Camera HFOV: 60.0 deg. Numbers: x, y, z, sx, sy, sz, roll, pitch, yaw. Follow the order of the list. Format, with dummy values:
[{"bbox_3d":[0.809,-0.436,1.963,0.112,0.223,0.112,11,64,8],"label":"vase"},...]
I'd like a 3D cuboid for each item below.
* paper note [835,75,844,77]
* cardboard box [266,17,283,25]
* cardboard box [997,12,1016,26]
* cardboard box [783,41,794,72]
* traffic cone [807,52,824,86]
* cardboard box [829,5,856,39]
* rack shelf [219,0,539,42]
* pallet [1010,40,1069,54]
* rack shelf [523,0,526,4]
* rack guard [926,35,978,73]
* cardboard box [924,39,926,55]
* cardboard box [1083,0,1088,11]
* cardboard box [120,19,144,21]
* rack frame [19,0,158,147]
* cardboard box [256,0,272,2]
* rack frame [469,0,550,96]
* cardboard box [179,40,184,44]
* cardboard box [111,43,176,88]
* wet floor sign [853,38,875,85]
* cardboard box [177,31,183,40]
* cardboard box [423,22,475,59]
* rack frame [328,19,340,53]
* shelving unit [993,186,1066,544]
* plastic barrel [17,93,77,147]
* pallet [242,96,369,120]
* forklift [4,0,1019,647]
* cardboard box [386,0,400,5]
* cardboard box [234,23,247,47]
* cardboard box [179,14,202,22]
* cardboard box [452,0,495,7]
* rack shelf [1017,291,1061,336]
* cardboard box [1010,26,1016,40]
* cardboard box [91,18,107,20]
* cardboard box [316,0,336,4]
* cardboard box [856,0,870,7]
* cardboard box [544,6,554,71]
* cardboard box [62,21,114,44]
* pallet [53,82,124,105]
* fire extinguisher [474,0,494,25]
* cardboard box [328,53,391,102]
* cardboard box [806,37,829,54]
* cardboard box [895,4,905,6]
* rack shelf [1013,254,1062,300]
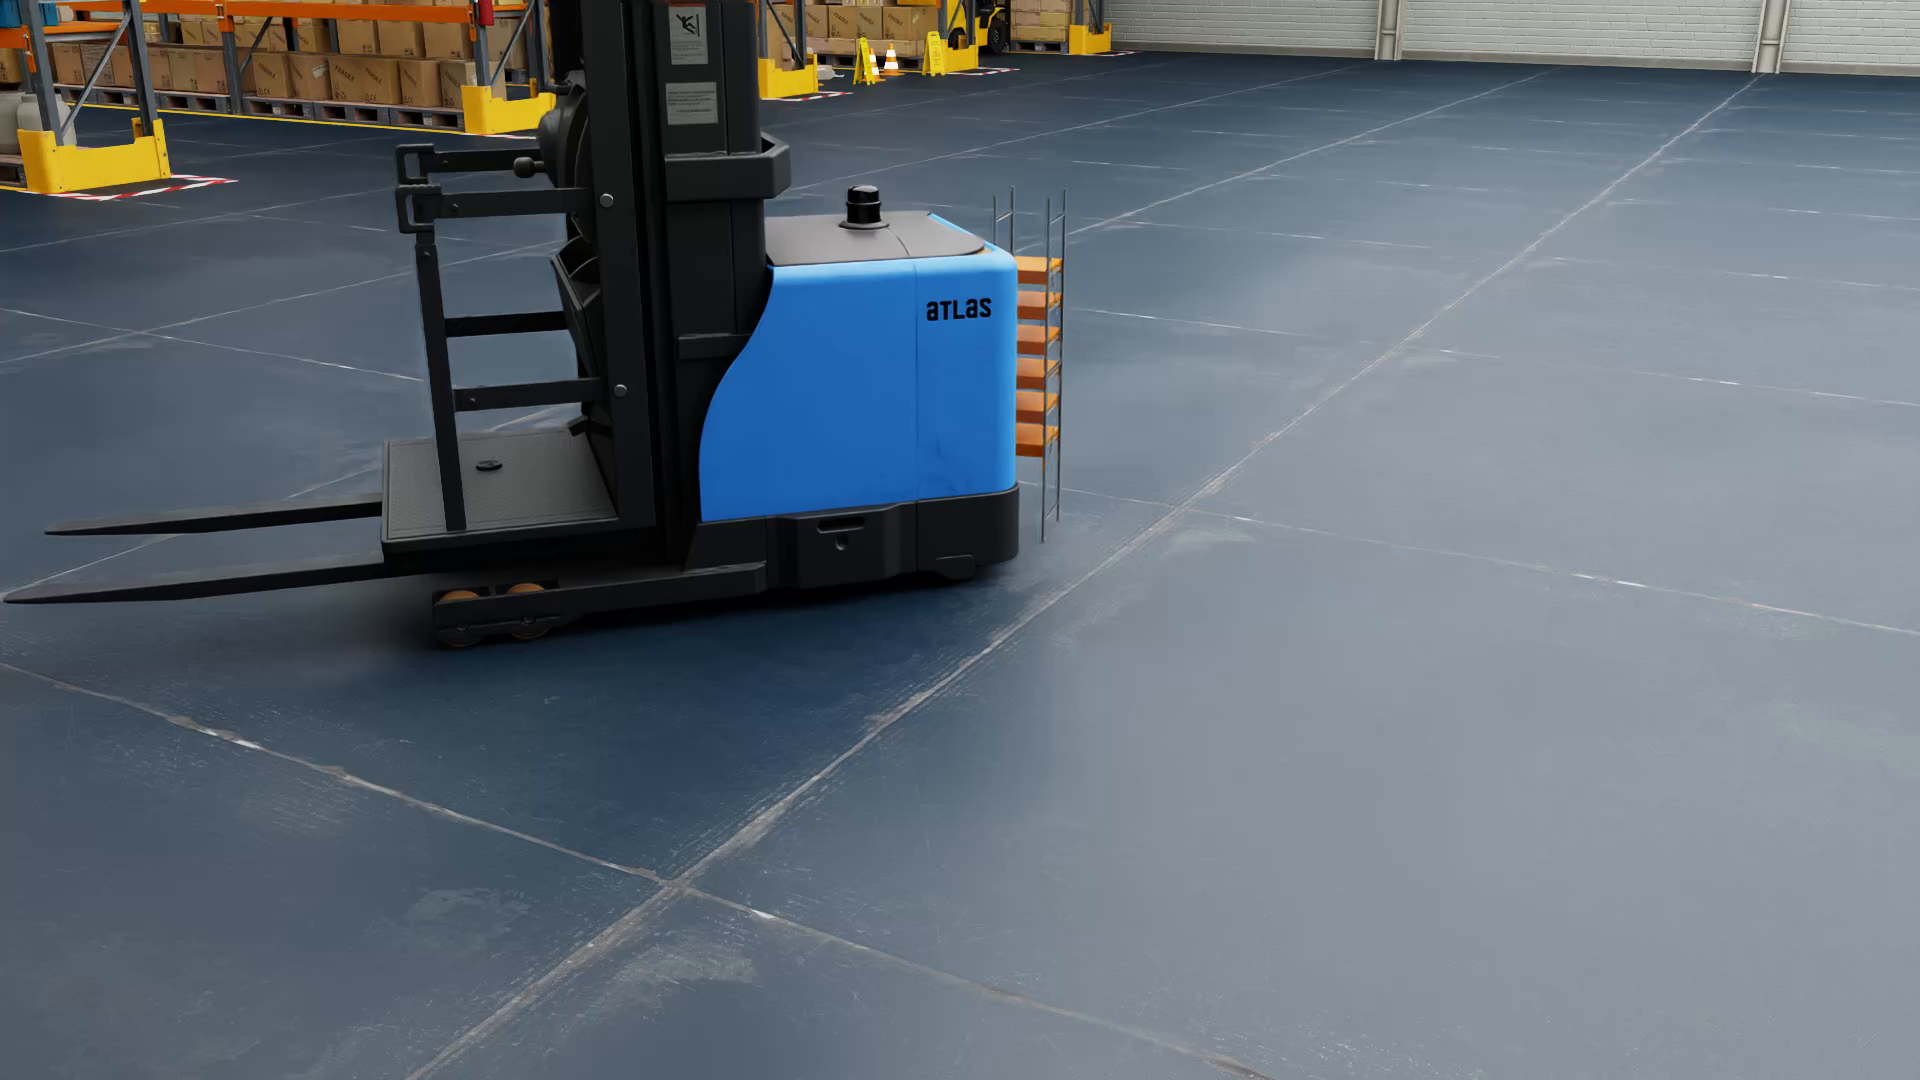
[{"bbox_3d":[-1.847,-7.070,25.312,0.142,0.019,0.148,3,20,9],"label":"paper note"},{"bbox_3d":[-10.532,-8.233,26.112,0.500,0.250,0.500,11,23,28],"label":"cardboard box"},{"bbox_3d":[0.896,-9.674,30.818,0.500,0.250,0.500,10,22,26],"label":"cardboard box"},{"bbox_3d":[-2.819,-7.266,25.159,0.637,0.503,0.797,-4,20,-10],"label":"cardboard box"},{"bbox_3d":[-2.148,-6.730,23.738,0.334,0.463,0.336,11,23,27],"label":"traffic cone"},{"bbox_3d":[-1.772,-8.386,26.902,0.500,0.500,0.500,10,22,26],"label":"cardboard box"},{"bbox_3d":[-6.630,-5.946,18.912,4.000,0.370,1.077,11,23,27],"label":"rack shelf"},{"bbox_3d":[1.678,-9.184,30.873,1.213,0.211,1.003,11,23,27],"label":"pallet"},{"bbox_3d":[-7.615,-8.071,24.770,4.000,0.370,1.077,11,23,27],"label":"rack shelf"},{"bbox_3d":[-0.117,-7.739,26.467,0.348,0.500,1.175,11,23,27],"label":"rack guard"},{"bbox_3d":[-0.620,-8.023,27.000,0.500,0.250,0.500,11,22,27],"label":"cardboard box"},{"bbox_3d":[2.039,-9.891,30.684,0.500,0.250,0.500,10,22,26],"label":"cardboard box"},{"bbox_3d":[-14.208,-8.877,28.632,0.250,0.149,0.380,10,22,25],"label":"cardboard box"},{"bbox_3d":[-7.299,-4.477,13.808,0.127,3.000,1.000,11,23,27],"label":"rack frame"},{"bbox_3d":[-7.891,-6.294,19.187,0.250,0.149,0.380,11,23,27],"label":"cardboard box"},{"bbox_3d":[-4.884,-5.951,17.873,0.127,3.000,1.000,11,23,27],"label":"rack frame"},{"bbox_3d":[-13.014,-8.420,28.244,0.250,0.149,0.380,10,22,25],"label":"cardboard box"},{"bbox_3d":[-10.285,-6.027,21.103,0.500,0.500,0.700,13,24,32],"label":"cardboard box"},{"bbox_3d":[-1.386,-6.889,23.910,0.232,0.644,0.267,7,21,18],"label":"wet floor sign"},{"bbox_3d":[-13.013,-8.559,28.191,0.250,0.149,0.380,12,23,30],"label":"cardboard box"},{"bbox_3d":[-7.295,-7.454,24.699,0.750,0.750,1.050,11,23,27],"label":"cardboard box"},{"bbox_3d":[-9.361,-8.741,25.565,0.127,3.000,1.000,11,23,27],"label":"rack frame"},{"bbox_3d":[0.236,-0.598,5.754,0.189,1.200,0.258,6,21,16],"label":"shelving unit"},{"bbox_3d":[-7.911,-3.591,14.399,0.421,0.512,0.421,0,20,0],"label":"plastic barrel"},{"bbox_3d":[-7.772,-5.204,19.903,1.213,0.211,1.003,11,23,27],"label":"pallet"},{"bbox_3d":[-1.380,-1.259,5.037,3.031,2.935,1.130,-6,21,-17],"label":"forklift"},{"bbox_3d":[-6.104,-5.987,18.340,0.250,0.149,0.380,11,23,27],"label":"cardboard box"},{"bbox_3d":[-11.411,-8.057,26.726,0.500,0.500,0.500,11,23,28],"label":"cardboard box"},{"bbox_3d":[-12.337,-8.580,27.070,0.500,0.250,0.500,10,22,25],"label":"cardboard box"},{"bbox_3d":[-5.233,-5.819,17.877,0.250,0.149,0.380,11,23,27],"label":"cardboard box"},{"bbox_3d":[0.236,-0.782,5.688,0.180,0.103,0.258,6,21,16],"label":"rack shelf"},{"bbox_3d":[0.940,-9.440,30.907,0.500,0.250,0.500,11,23,28],"label":"cardboard box"},{"bbox_3d":[-15.085,-9.070,29.163,0.250,0.149,0.380,10,22,25],"label":"cardboard box"},{"bbox_3d":[-7.019,-6.128,18.727,0.250,0.149,0.380,11,23,27],"label":"cardboard box"},{"bbox_3d":[-1.449,-8.603,26.549,0.250,0.149,0.380,11,23,28],"label":"cardboard box"},{"bbox_3d":[-5.354,-7.149,23.676,0.875,0.875,0.875,11,23,28],"label":"cardboard box"},{"bbox_3d":[-11.269,-6.563,21.481,0.500,0.250,0.500,12,23,29],"label":"cardboard box"},{"bbox_3d":[-11.187,-5.840,21.656,1.213,0.211,1.003,11,23,27],"label":"pallet"},{"bbox_3d":[-5.009,-5.759,17.455,0.183,0.674,0.296,11,23,27],"label":"fire extinguisher"},{"bbox_3d":[-6.962,-5.388,19.368,0.500,0.500,0.500,9,22,23],"label":"cardboard box"},{"bbox_3d":[-2.224,-8.120,27.268,0.500,0.250,0.500,10,22,27],"label":"cardboard box"},{"bbox_3d":[-1.100,-8.465,27.118,0.500,0.500,0.500,10,22,25],"label":"cardboard box"},{"bbox_3d":[0.236,-0.895,5.647,0.180,0.103,0.258,6,21,16],"label":"rack shelf"}]
